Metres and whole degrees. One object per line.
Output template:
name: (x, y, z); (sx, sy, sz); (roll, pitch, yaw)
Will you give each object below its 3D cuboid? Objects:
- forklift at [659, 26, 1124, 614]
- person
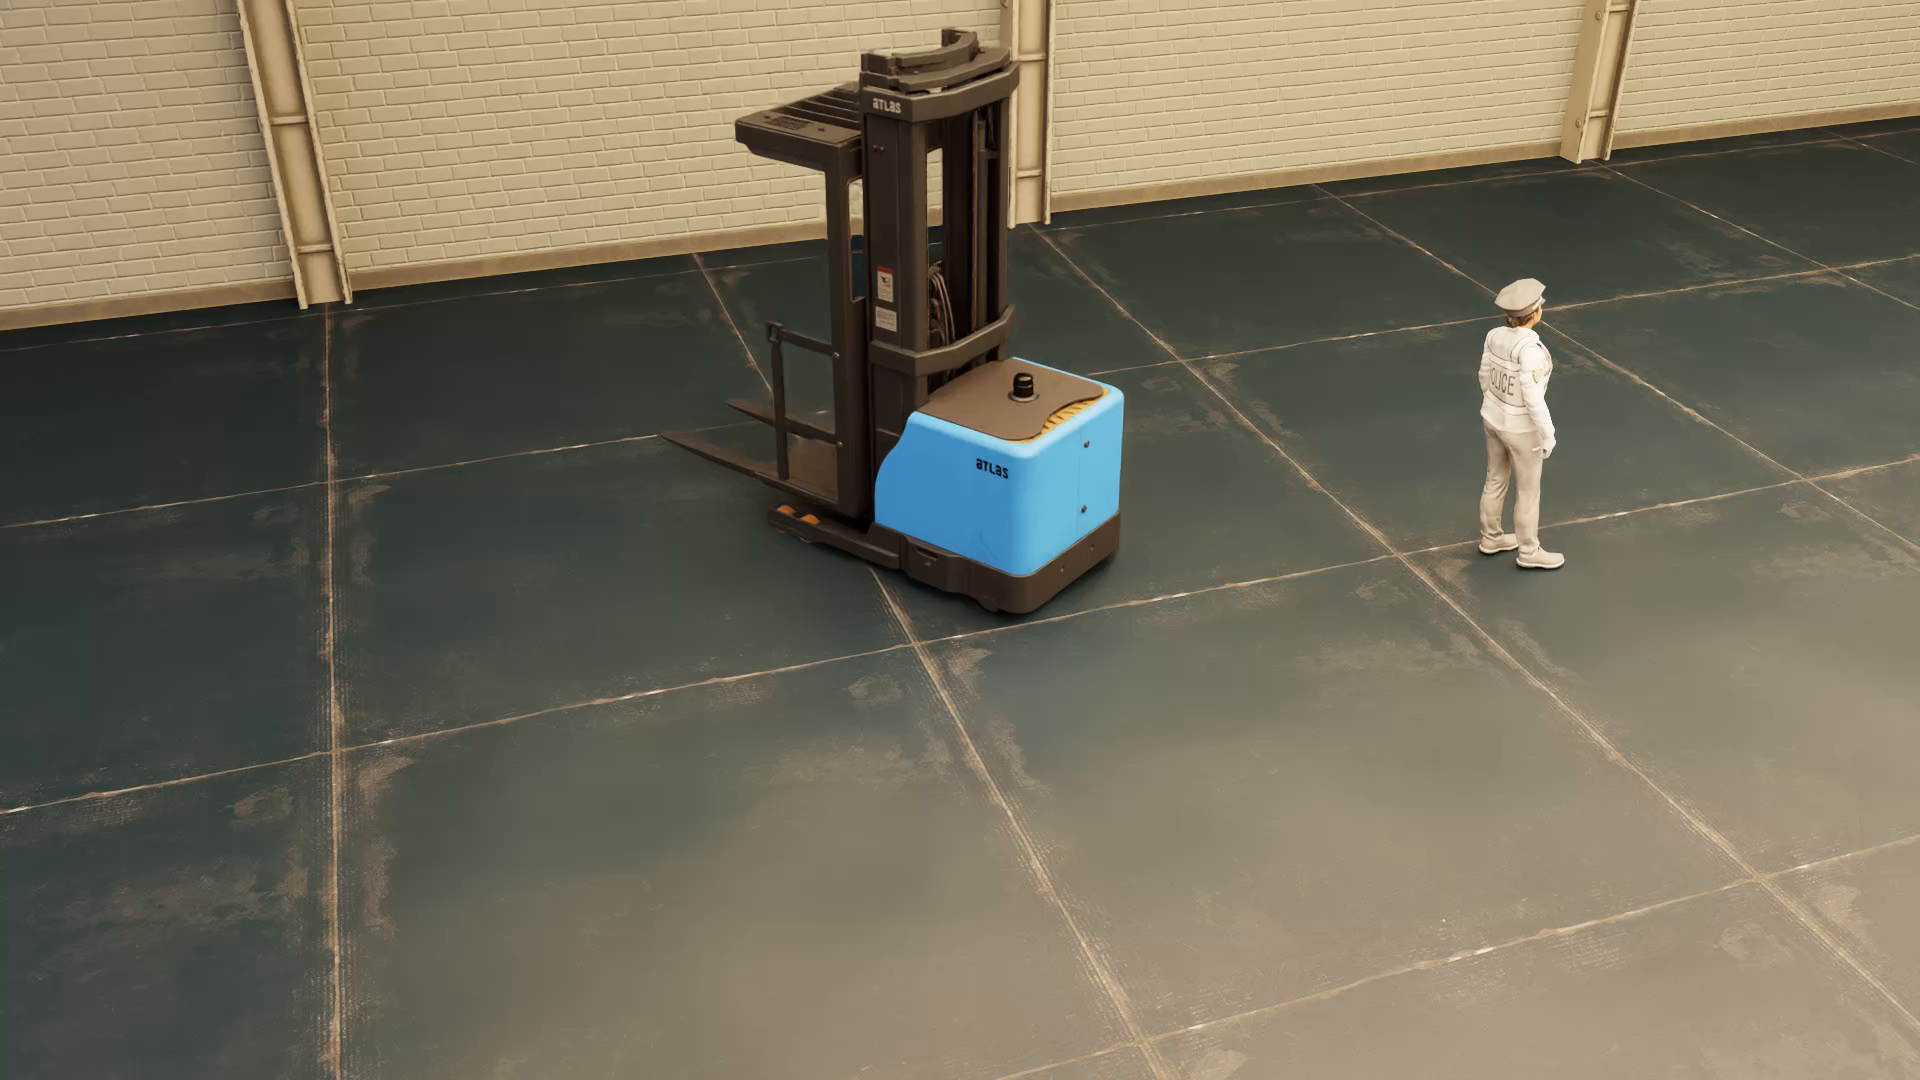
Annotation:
forklift: (-0.543, -1.443, 9.595); (3.031, 2.935, 1.130); (21, 36, 32)
person: (3.216, -0.674, 9.484); (0.530, 1.694, 0.587); (-10, 31, -17)
